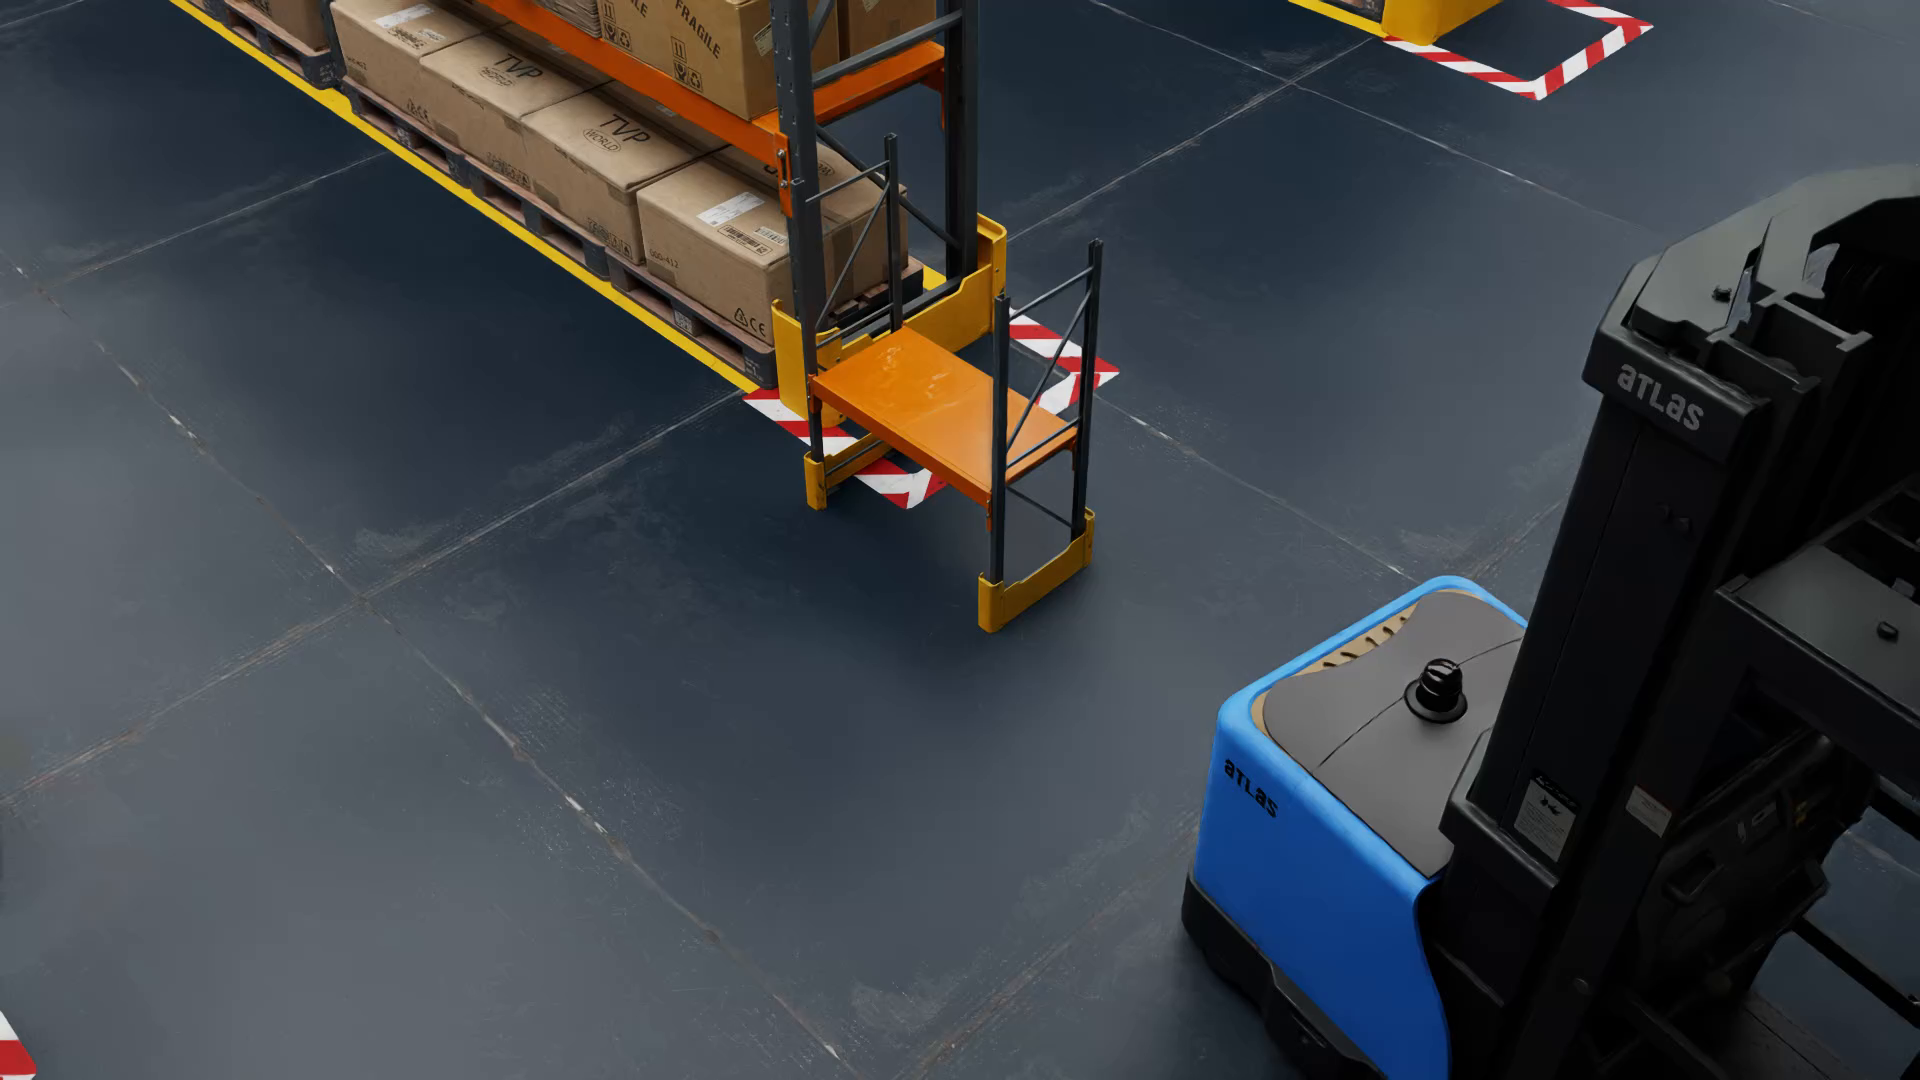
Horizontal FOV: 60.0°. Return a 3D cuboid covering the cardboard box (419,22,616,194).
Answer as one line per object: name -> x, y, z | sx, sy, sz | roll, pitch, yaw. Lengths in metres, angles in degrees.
cardboard box -> -2.139, -2.297, 8.604 | 0.875, 0.438, 0.875 | 33, 52, 30

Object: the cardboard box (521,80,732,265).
cardboard box -> -1.504, -1.863, 8.135 | 0.875, 0.438, 0.875 | -33, 52, -30

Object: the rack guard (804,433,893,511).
rack guard -> -0.406, -0.368, 6.964 | 0.587, 0.250, 0.087 | -34, 53, -31

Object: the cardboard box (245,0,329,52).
cardboard box -> -3.634, -3.500, 9.584 | 0.875, 0.875, 0.875 | -32, 52, -30

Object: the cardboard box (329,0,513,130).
cardboard box -> -2.772, -2.727, 9.070 | 0.875, 0.438, 0.875 | 33, 52, 31

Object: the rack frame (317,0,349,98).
rack frame -> -3.139, -3.867, 8.725 | 1.000, 3.000, 0.127 | -34, 53, -31

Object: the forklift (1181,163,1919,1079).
forklift -> 1.975, 0.799, 3.725 | 1.130, 2.935, 3.031 | -26, 49, -25

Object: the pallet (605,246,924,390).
pallet -> -0.935, -1.268, 7.966 | 1.003, 0.211, 1.213 | -34, 53, -31

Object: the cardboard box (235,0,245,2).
cardboard box -> -4.277, -3.931, 10.050 | 0.875, 0.875, 0.875 | -33, 52, -30

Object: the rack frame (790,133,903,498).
rack frame -> -0.419, -0.836, 6.550 | 0.500, 1.500, 0.032 | -34, 53, -31

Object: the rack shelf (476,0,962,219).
rack shelf -> -1.727, -2.642, 7.929 | 1.077, 0.370, 4.000 | -34, 53, -31

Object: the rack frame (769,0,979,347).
rack frame -> -0.315, -1.945, 6.645 | 1.000, 3.000, 0.127 | -34, 53, -31

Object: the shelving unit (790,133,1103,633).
shelving unit -> -0.054, -0.587, 6.281 | 0.587, 1.500, 1.083 | -34, 53, -31

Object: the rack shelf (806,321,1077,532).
rack shelf -> -0.060, -0.460, 6.407 | 0.538, 0.185, 1.000 | -34, 53, -31

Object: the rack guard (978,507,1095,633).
rack guard -> 0.298, 0.111, 6.446 | 0.587, 0.250, 0.087 | -34, 53, -31

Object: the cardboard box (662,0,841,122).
cardboard box -> -0.843, -2.087, 6.724 | 0.500, 0.500, 0.500 | -34, 52, -31

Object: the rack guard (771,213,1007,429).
rack guard -> -0.298, -1.015, 7.480 | 1.175, 0.500, 0.348 | -34, 53, -31

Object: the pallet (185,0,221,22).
pallet -> -4.603, -3.764, 10.668 | 1.003, 0.211, 1.213 | -34, 53, -31

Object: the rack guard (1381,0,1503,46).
rack guard -> 3.065, -3.484, 10.152 | 1.175, 0.500, 0.348 | -34, 53, -31

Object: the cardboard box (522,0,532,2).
cardboard box -> -1.930, -2.819, 7.517 | 0.500, 0.500, 0.500 | -33, 52, -30

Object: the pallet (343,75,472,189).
pallet -> -2.658, -2.440, 9.235 | 1.003, 0.211, 1.213 | -34, 53, -31

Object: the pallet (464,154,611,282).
pallet -> -1.792, -1.854, 8.601 | 1.003, 0.211, 1.213 | -34, 53, -31

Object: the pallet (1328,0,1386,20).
pallet -> 2.516, -3.786, 10.691 | 1.003, 0.211, 1.213 | -34, 53, -31

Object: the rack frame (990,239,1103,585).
rack frame -> 0.299, -0.348, 6.021 | 0.500, 1.500, 0.032 | -34, 53, -31

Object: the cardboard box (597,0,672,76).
cardboard box -> -1.186, -2.335, 6.993 | 0.500, 0.500, 0.500 | 33, 52, 31

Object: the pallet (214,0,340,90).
pallet -> -3.738, -3.178, 10.033 | 1.003, 0.211, 1.213 | -34, 53, -31

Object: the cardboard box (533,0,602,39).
cardboard box -> -1.557, -2.577, 7.255 | 0.500, 0.500, 0.500 | -33, 52, -30

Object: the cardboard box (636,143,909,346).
cardboard box -> -0.851, -1.427, 7.663 | 0.875, 0.438, 0.875 | 32, 52, 30

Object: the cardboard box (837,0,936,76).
cardboard box -> -0.450, -2.350, 7.009 | 0.500, 0.500, 0.500 | 34, 52, 31
